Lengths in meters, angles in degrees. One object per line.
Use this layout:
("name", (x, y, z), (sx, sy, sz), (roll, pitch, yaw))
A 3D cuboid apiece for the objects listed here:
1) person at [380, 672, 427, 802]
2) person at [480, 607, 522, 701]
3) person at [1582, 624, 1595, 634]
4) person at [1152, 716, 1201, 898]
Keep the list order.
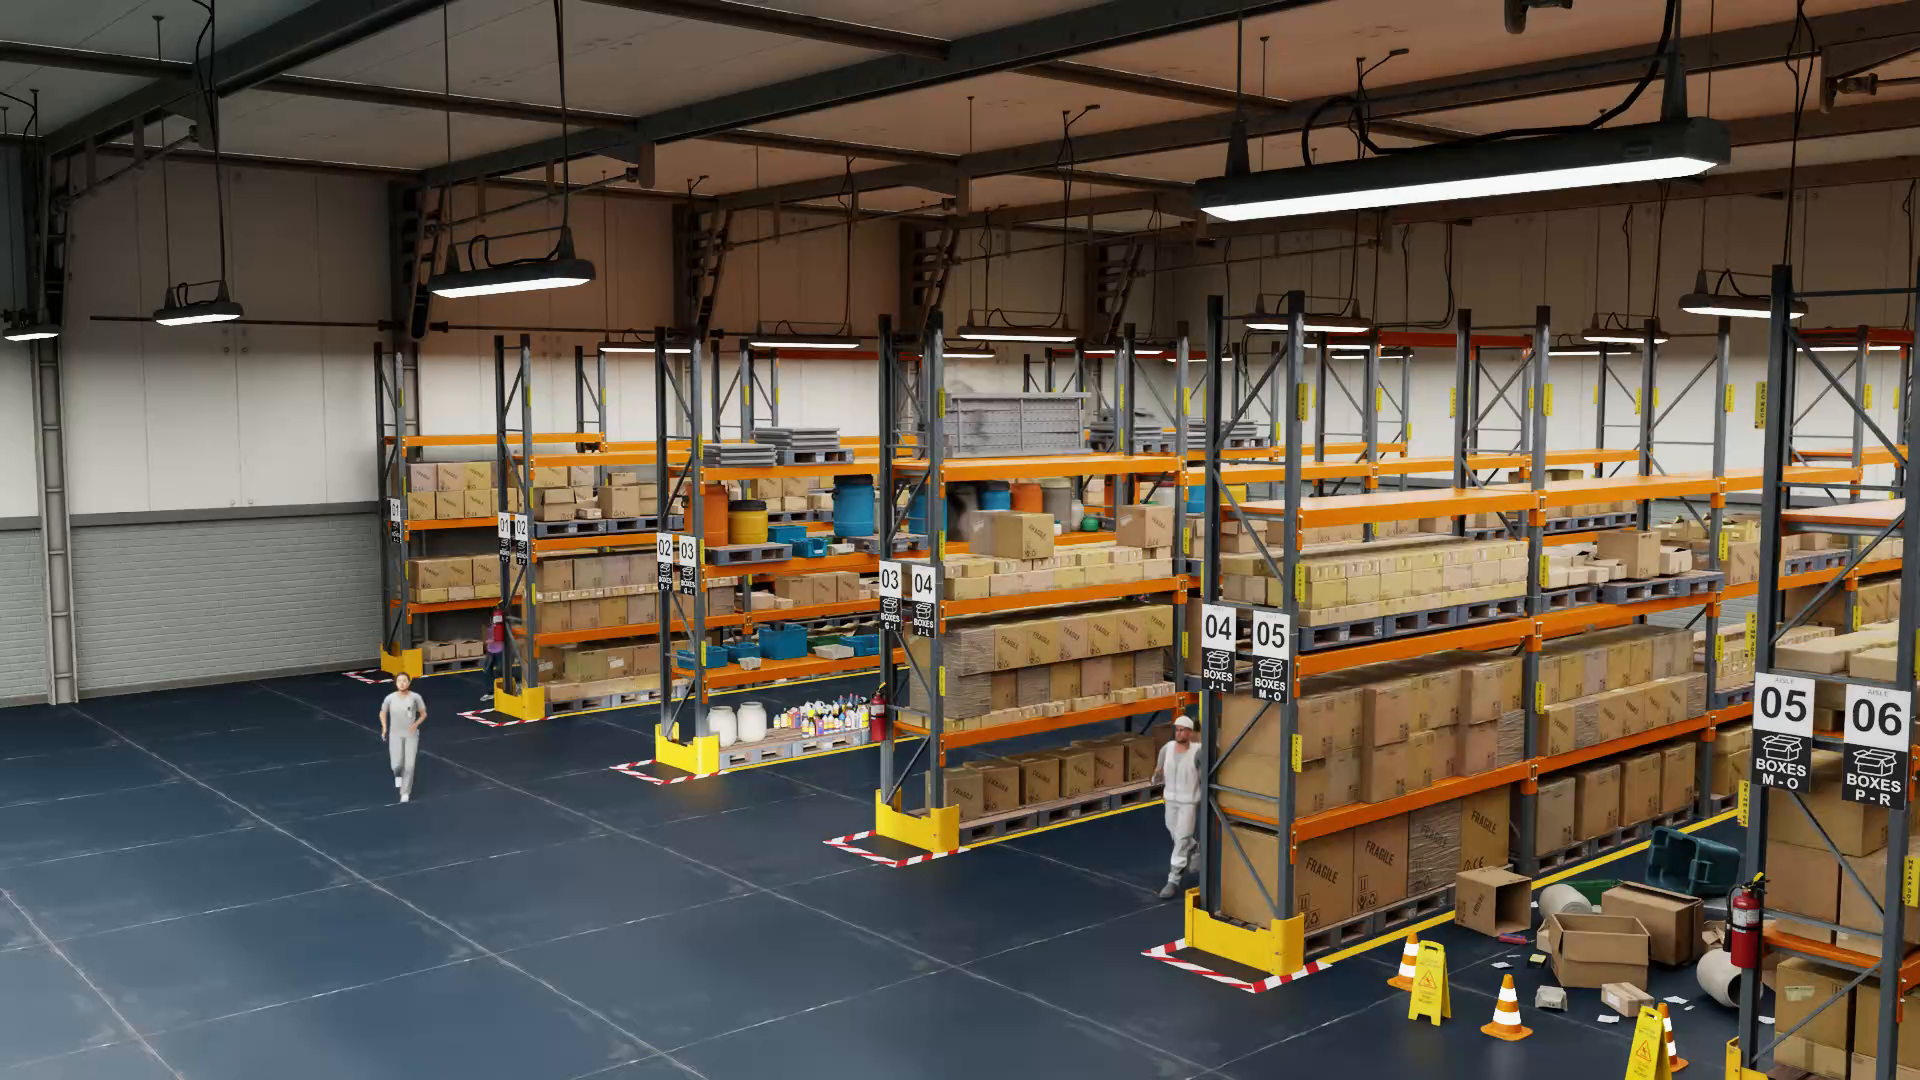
("person", (-6.987, 2.464, 20.889), (0.571, 1.626, 0.562), (-1, 5, -15))
("person", (-7.680, 1.909, 27.675), (0.559, 1.478, 0.767), (5, 7, 41))
("person", (9.394, 2.074, 25.042), (0.546, 1.638, 0.666), (4, 7, 40))
("person", (2.294, 2.695, 17.118), (0.656, 1.786, 0.987), (4, 7, 37))
